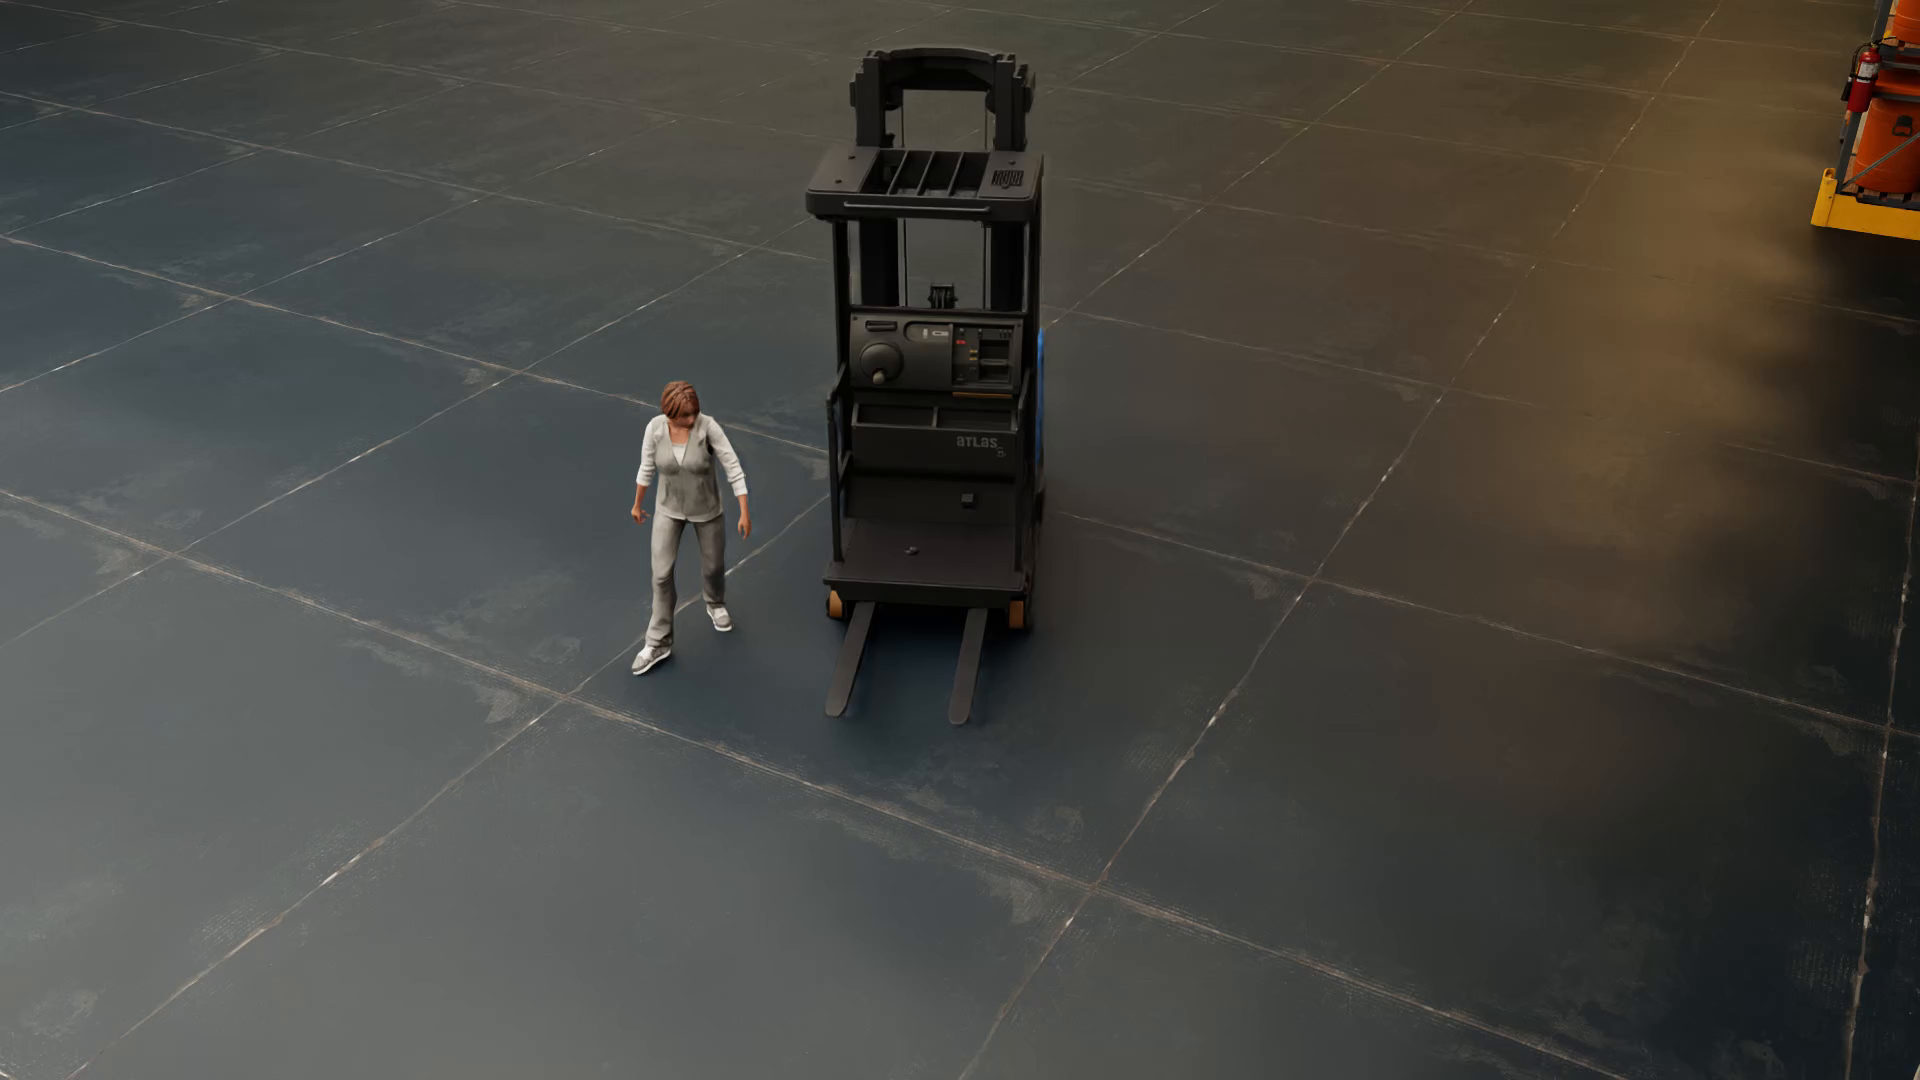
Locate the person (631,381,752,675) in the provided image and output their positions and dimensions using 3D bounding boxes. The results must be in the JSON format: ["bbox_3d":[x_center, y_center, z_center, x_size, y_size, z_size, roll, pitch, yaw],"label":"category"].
[{"bbox_3d":[-1.408,-0.120,8.665,0.666,1.555,0.672,-1,30,-2],"label":"person"}]

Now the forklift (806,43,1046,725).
[{"bbox_3d":[-0.149,-0.957,8.729,1.130,2.935,3.031,3,30,5],"label":"forklift"}]
